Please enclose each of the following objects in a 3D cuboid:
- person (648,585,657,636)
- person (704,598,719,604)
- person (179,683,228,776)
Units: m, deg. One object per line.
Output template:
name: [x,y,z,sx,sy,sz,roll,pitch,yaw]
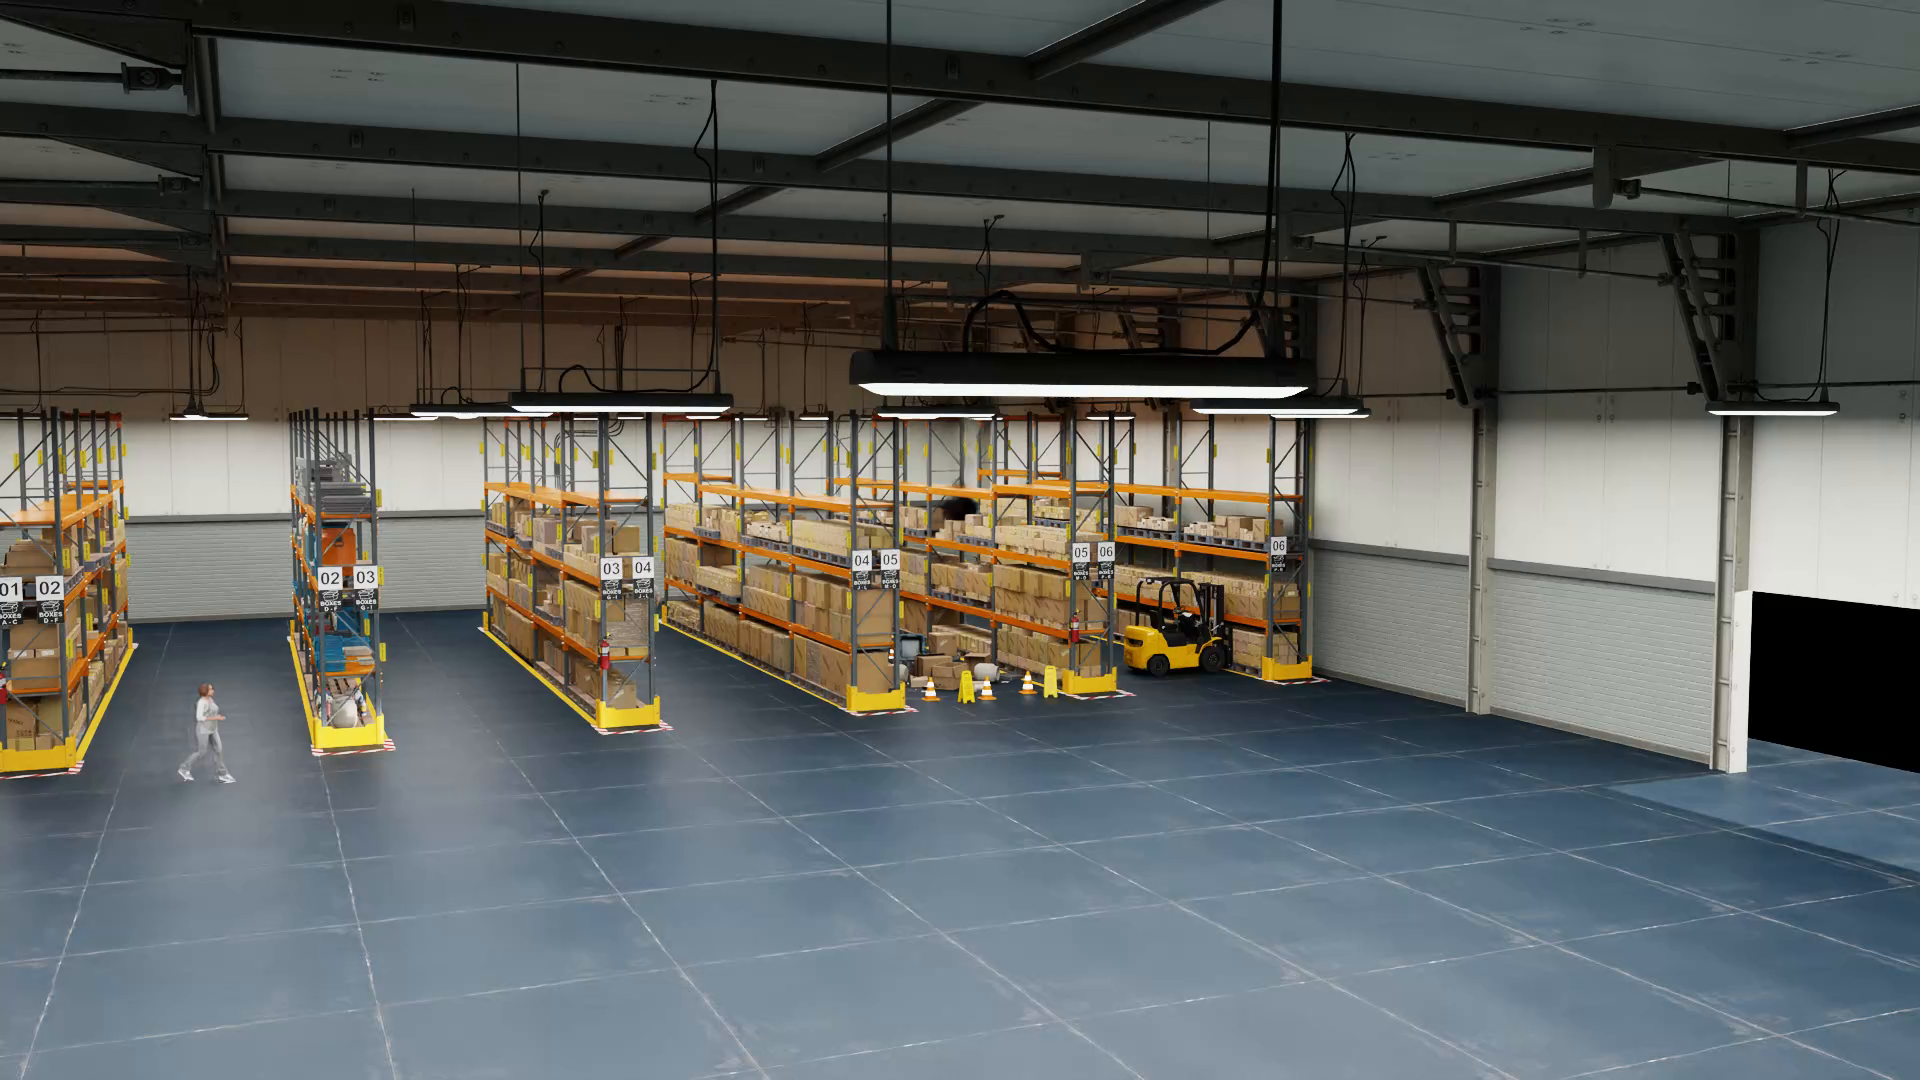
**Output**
person: [-8.234,1.785,43.908,0.442,1.767,0.685,-1,4,-16]
person: [-7.358,1.474,49.299,0.564,1.616,0.692,2,4,21]
person: [-11.982,3.006,26.322,0.772,1.491,0.508,0,4,2]
